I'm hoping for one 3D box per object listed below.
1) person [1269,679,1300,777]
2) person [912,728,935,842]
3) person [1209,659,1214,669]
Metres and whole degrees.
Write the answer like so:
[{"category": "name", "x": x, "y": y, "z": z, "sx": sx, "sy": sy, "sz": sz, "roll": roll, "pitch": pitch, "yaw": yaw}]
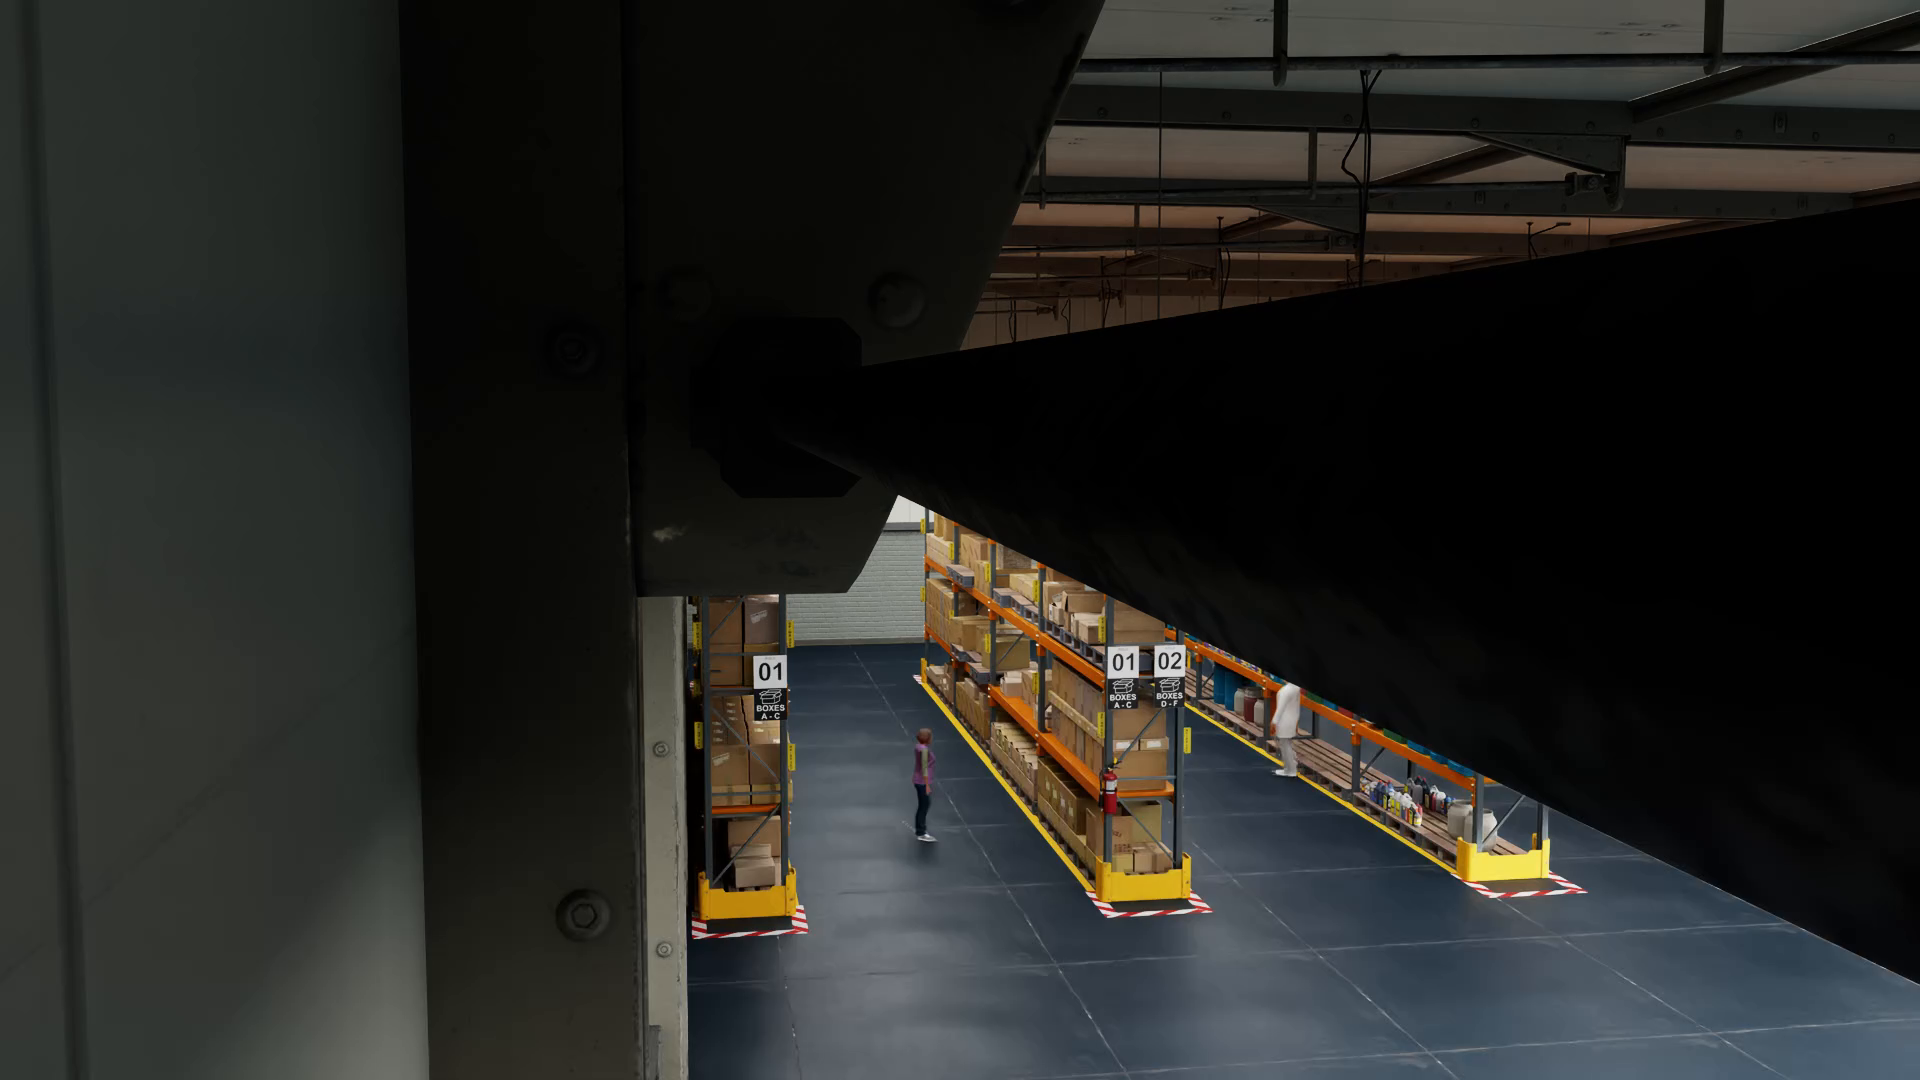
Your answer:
[{"category": "person", "x": 5.353, "y": 3.028, "z": 27.465, "sx": 0.491, "sy": 1.809, "sz": 0.587, "roll": 3, "pitch": 6, "yaw": 31}, {"category": "person", "x": -0.519, "y": 3.489, "z": 23.613, "sx": 0.324, "sy": 1.661, "sz": 0.482, "roll": -1, "pitch": 5, "yaw": -10}, {"category": "person", "x": 5.912, "y": 2.089, "z": 38.452, "sx": 0.486, "sy": 1.730, "sz": 1.018, "roll": -1, "pitch": 5, "yaw": -12}]
